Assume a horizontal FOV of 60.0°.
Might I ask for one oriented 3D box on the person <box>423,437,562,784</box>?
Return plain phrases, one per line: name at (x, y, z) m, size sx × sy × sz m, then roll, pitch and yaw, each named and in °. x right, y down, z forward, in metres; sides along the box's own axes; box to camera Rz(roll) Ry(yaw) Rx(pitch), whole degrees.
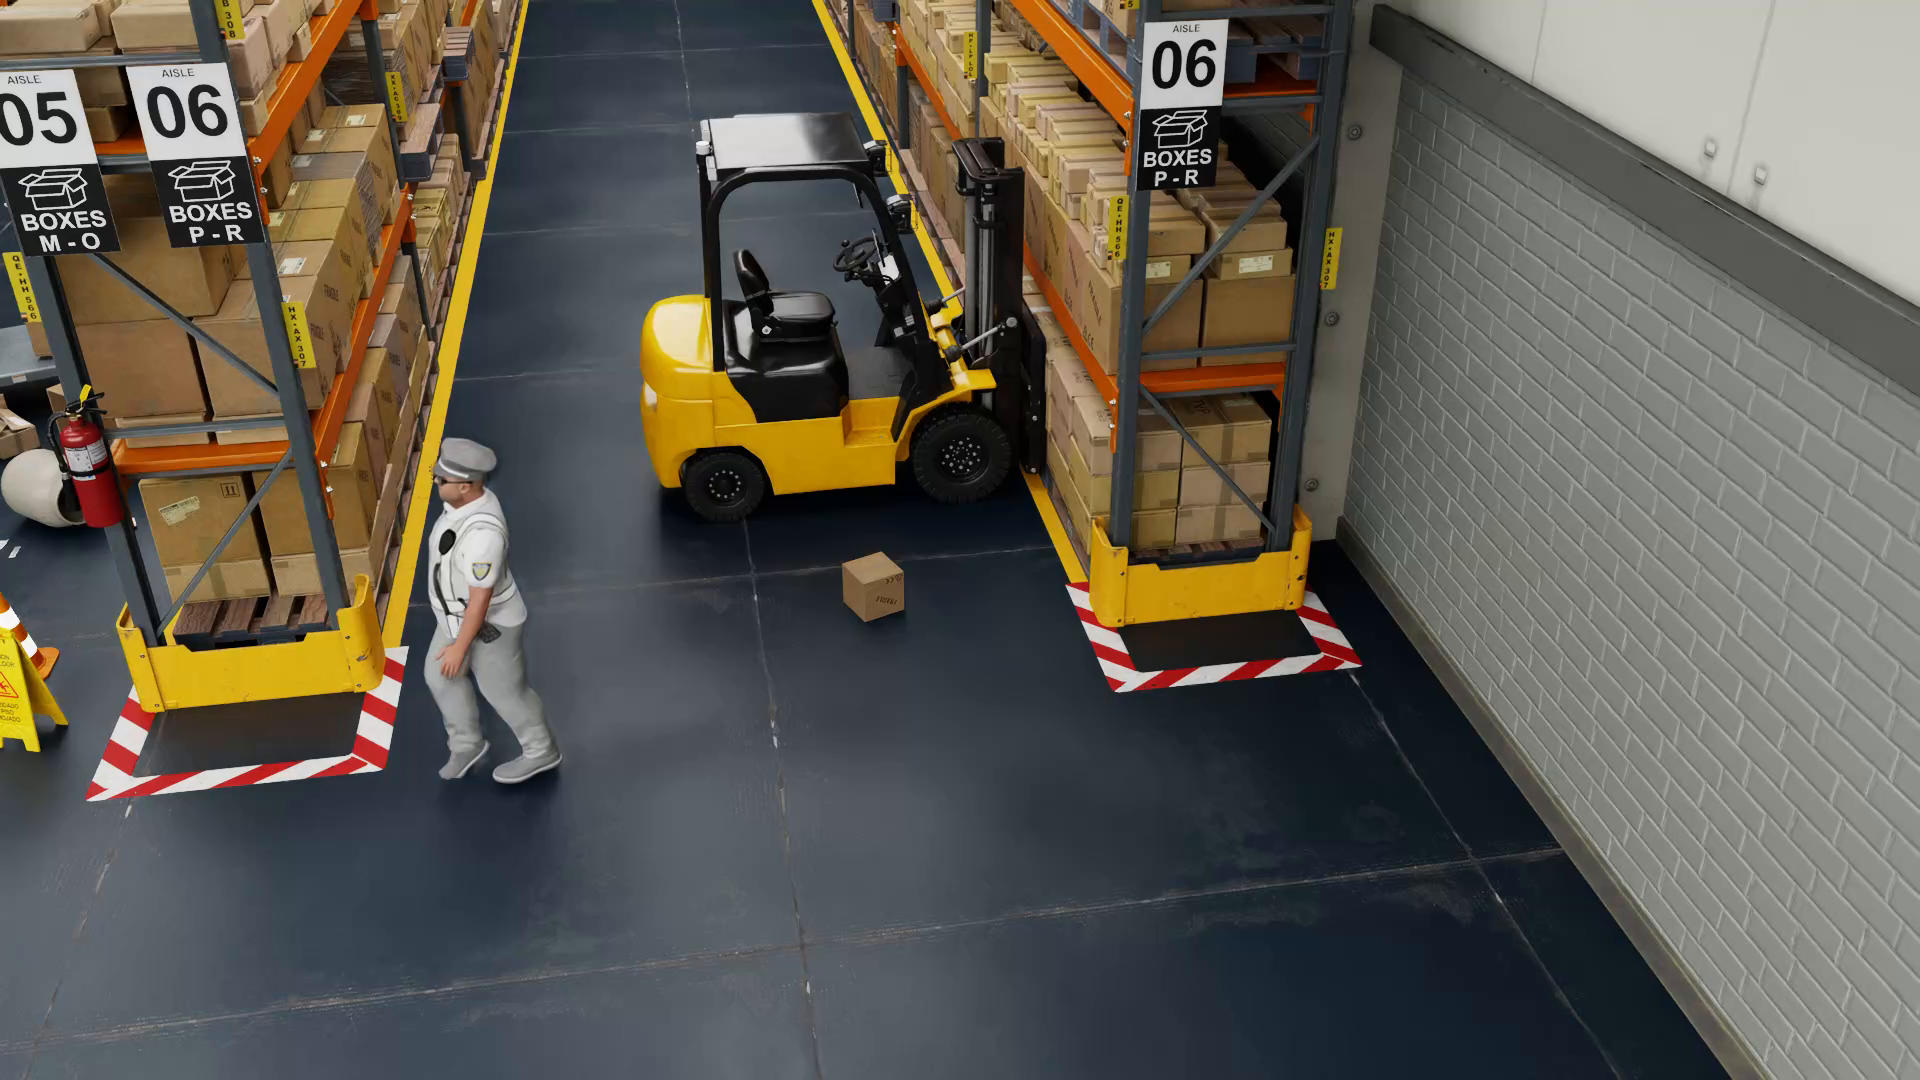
person at (-2.186, 0.397, 7.484) m, size 0.579 × 1.858 × 0.530 m, roll -14°, pitch 33°, yaw -22°
